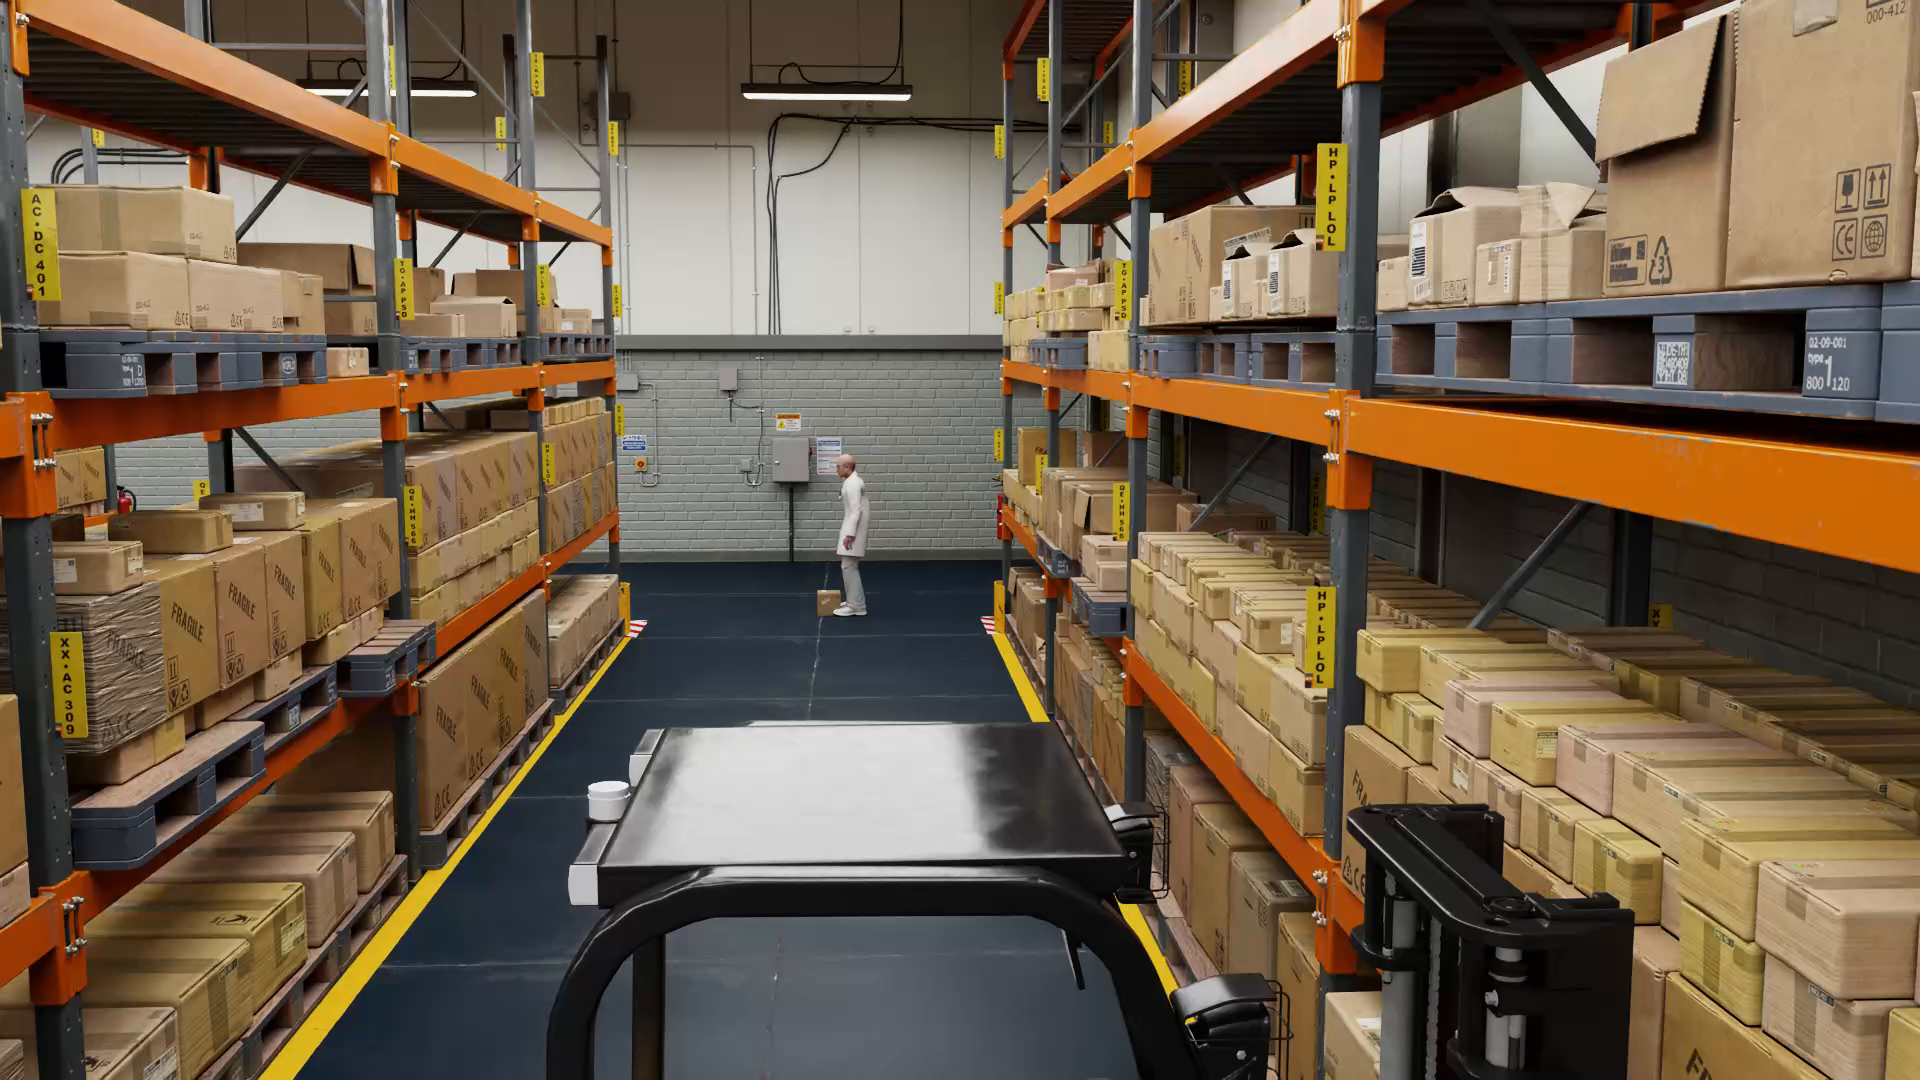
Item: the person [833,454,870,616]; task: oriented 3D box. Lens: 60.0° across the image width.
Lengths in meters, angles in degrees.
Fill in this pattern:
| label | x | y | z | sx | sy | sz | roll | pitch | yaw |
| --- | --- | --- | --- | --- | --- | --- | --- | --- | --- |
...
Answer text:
| label | x | y | z | sx | sy | sz | roll | pitch | yaw |
| --- | --- | --- | --- | --- | --- | --- | --- | --- | --- |
| person | -1.201 | -0.064 | 18.345 | 0.427 | 1.773 | 0.641 | 0 | 7 | -4 |
